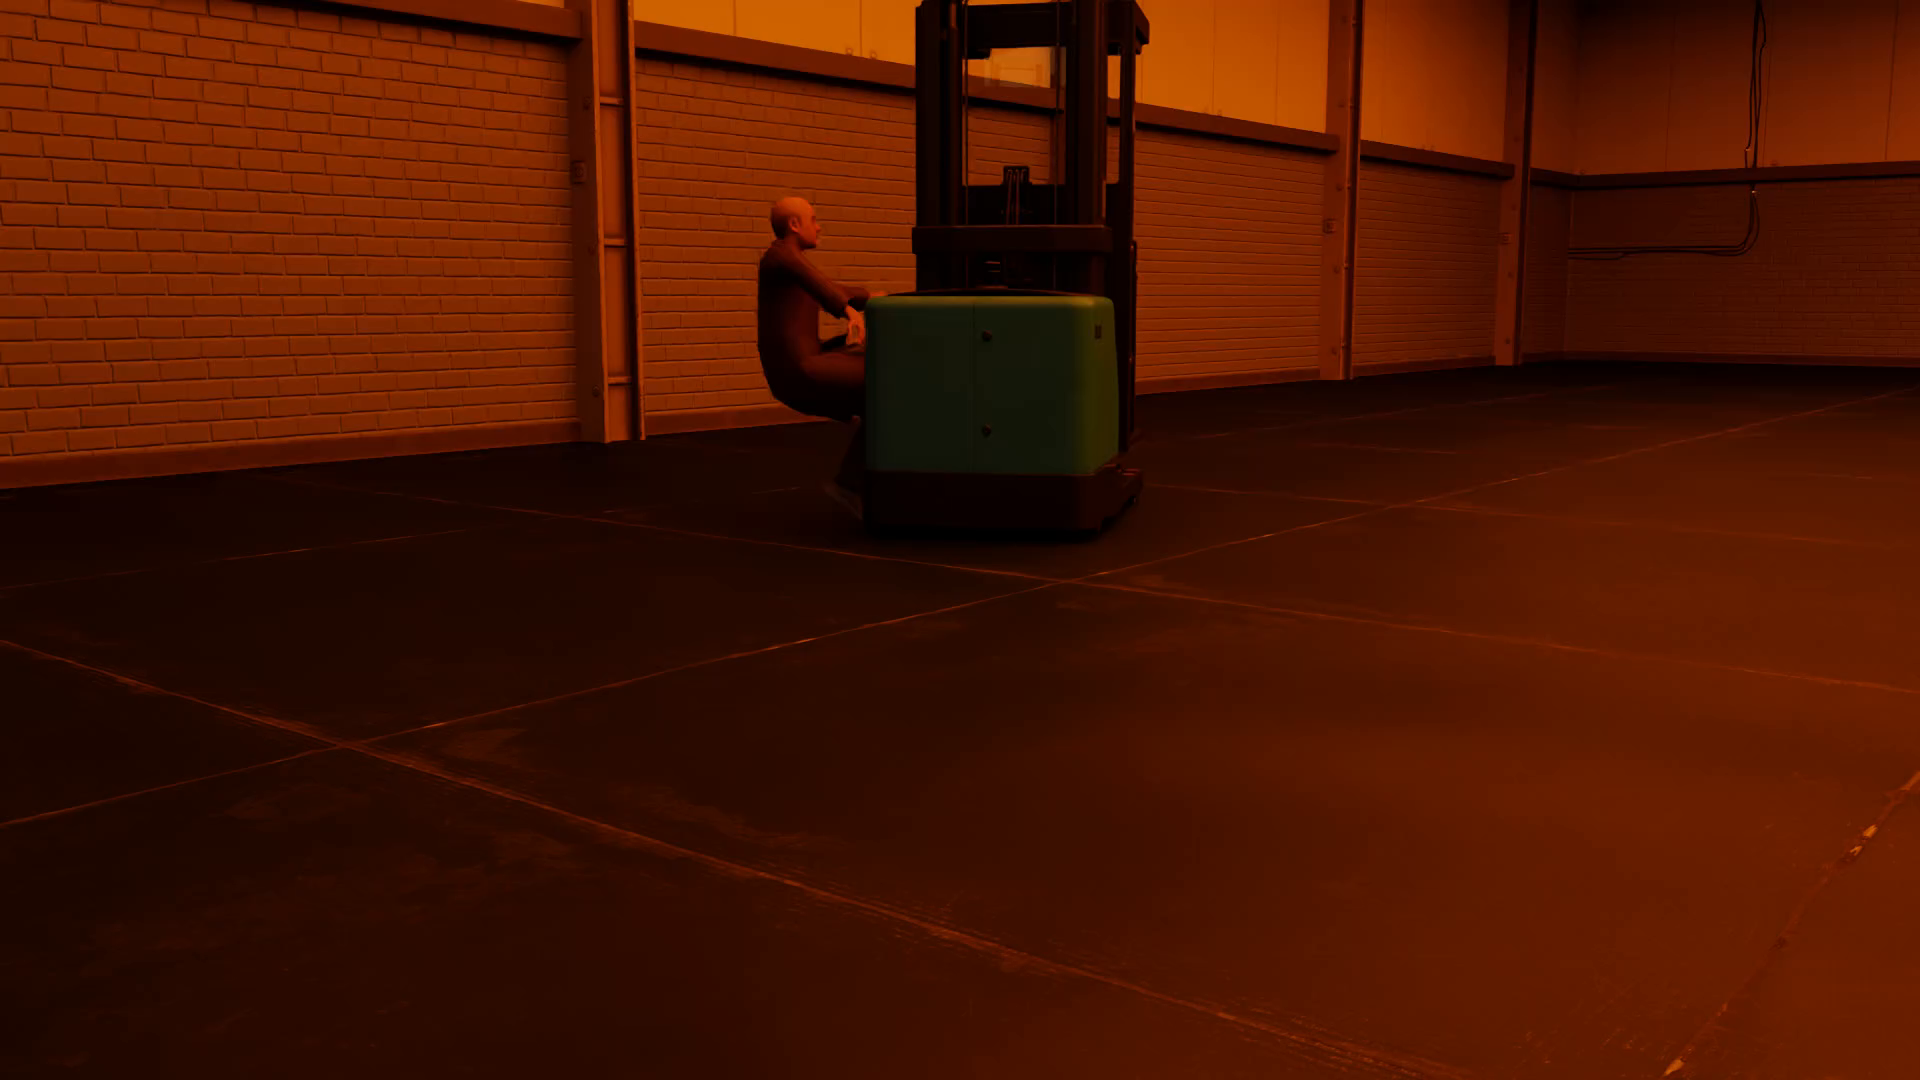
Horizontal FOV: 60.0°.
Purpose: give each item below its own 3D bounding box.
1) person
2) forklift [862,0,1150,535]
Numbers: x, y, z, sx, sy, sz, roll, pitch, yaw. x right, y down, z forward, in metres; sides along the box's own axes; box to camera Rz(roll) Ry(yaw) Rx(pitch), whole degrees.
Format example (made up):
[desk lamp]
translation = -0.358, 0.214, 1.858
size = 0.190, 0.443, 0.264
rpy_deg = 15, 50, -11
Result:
[person]
translation = -0.495, -0.829, 7.740
size = 0.893, 1.511, 1.097
rpy_deg = -2, 9, -14
[forklift]
translation = 0.372, -1.648, 8.544
size = 1.130, 2.935, 3.031
rpy_deg = 2, 9, 12
